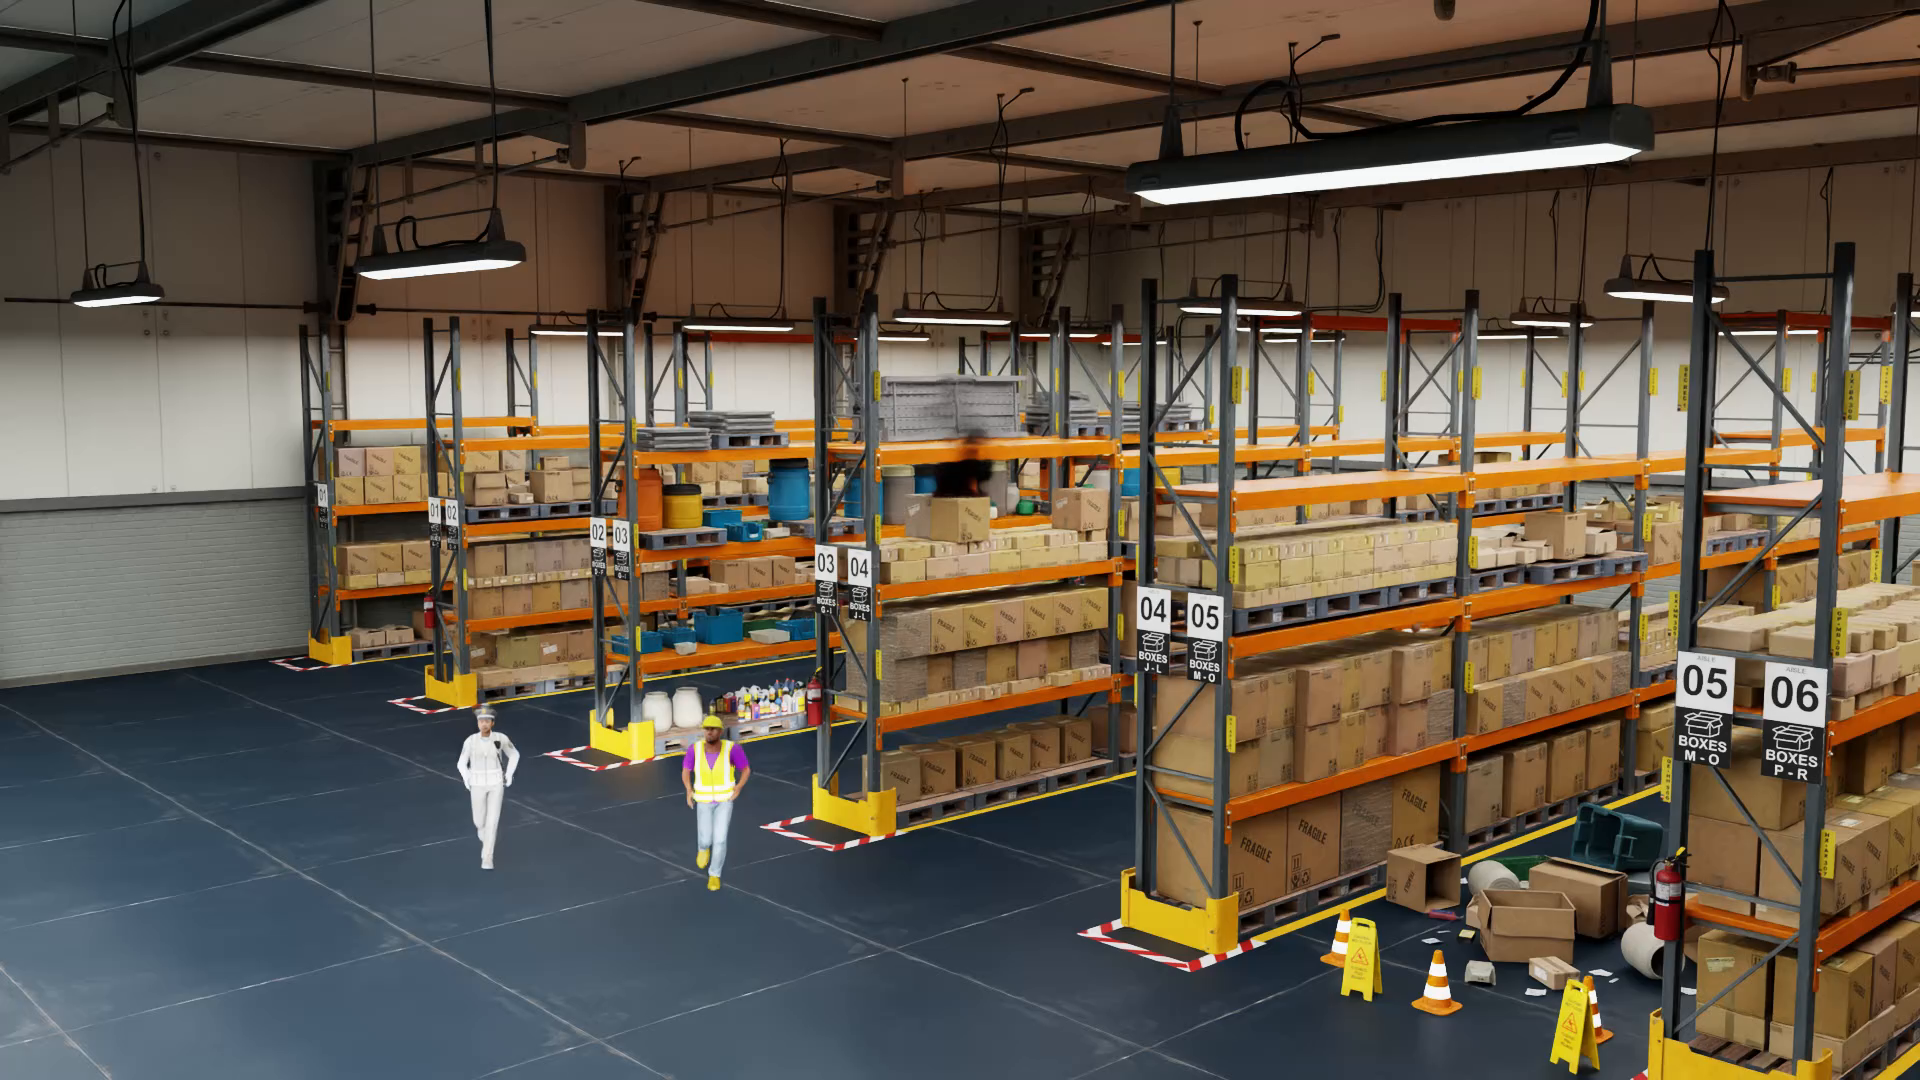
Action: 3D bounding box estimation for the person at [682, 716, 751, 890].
[{"bbox_3d":[-2.461,2.618,16.817,0.694,1.737,0.636,0,6,-3],"label":"person"}]

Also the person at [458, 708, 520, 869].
[{"bbox_3d":[-4.971,2.578,17.560,0.633,1.657,0.773,-1,6,-12],"label":"person"}]

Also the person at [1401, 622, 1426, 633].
[{"bbox_3d":[6.419,1.883,23.431,0.703,1.764,1.060,5,7,39],"label":"person"}]
